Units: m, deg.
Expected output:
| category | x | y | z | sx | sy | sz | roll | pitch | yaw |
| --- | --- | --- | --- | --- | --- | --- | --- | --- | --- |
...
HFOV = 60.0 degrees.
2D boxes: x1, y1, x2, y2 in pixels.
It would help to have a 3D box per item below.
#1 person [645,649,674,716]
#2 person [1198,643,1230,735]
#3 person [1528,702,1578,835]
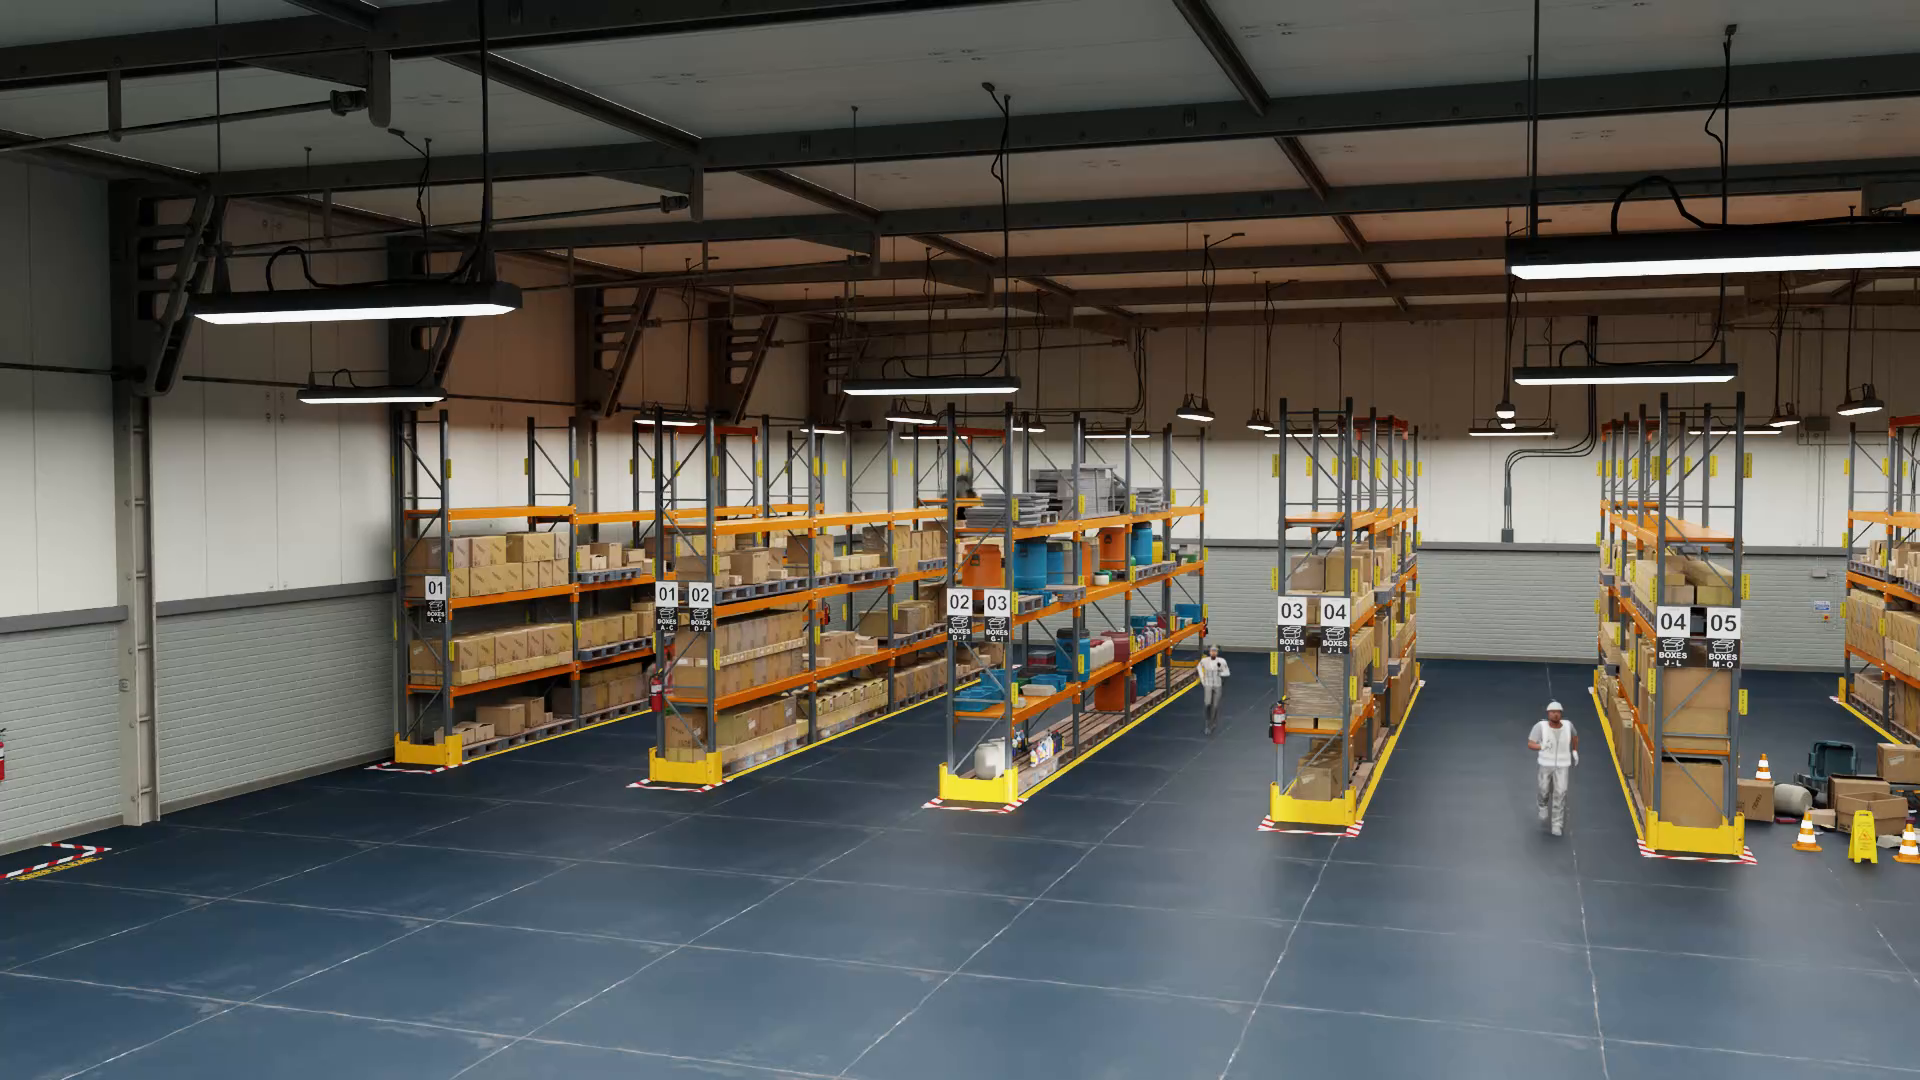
| category | x | y | z | sx | sy | sz | roll | pitch | yaw |
| --- | --- | --- | --- | --- | --- | --- | --- | --- | --- |
| person | -5.367 | 2.832 | 30.034 | 0.620 | 1.802 | 0.789 | 0 | 2 | 11 |
| person | 4.822 | 2.817 | 31.594 | 0.590 | 1.741 | 0.778 | 0 | 2 | 5 |
| person | 8.167 | 3.103 | 22.916 | 0.684 | 1.769 | 0.973 | 1 | 2 | 12 |
